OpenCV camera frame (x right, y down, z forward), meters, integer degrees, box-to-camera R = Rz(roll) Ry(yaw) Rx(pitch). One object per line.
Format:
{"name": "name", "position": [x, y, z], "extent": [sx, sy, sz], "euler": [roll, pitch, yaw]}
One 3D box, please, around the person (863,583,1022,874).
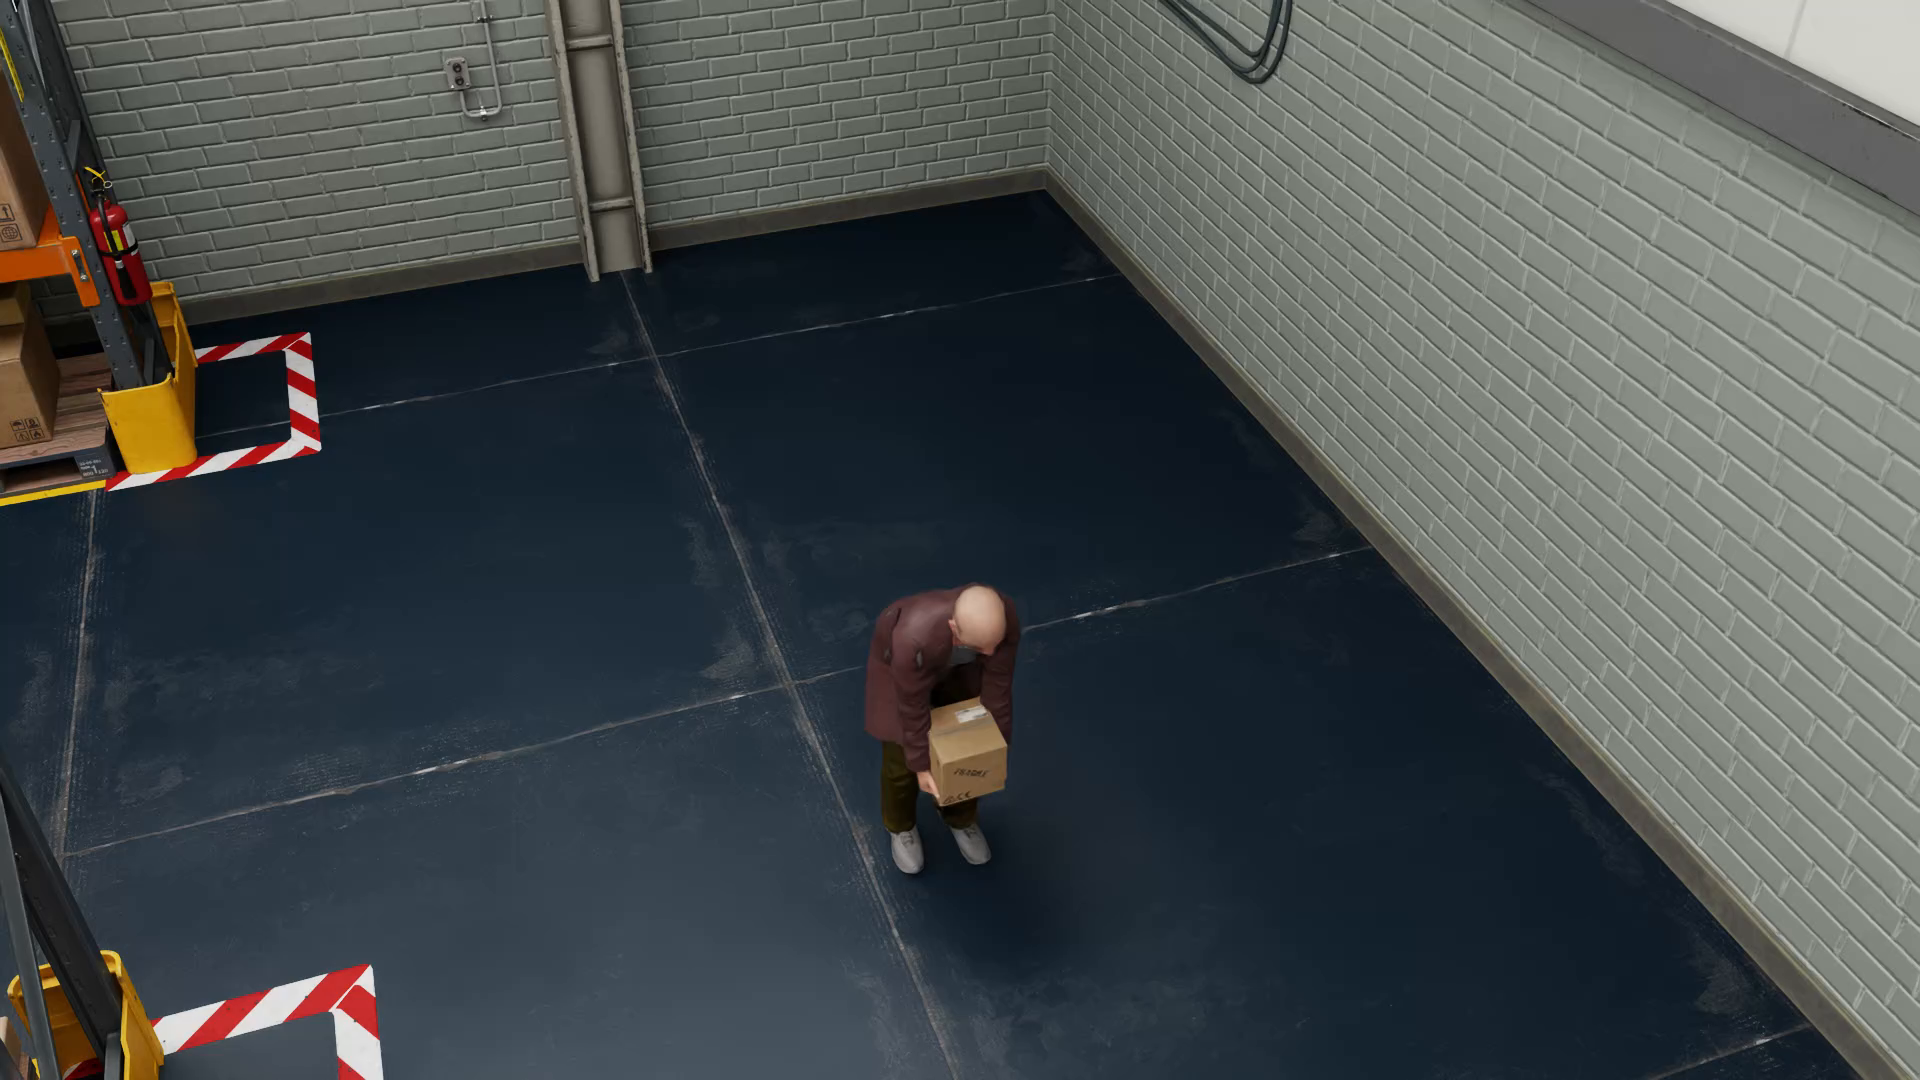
{"name": "person", "position": [-0.056, 0.651, 6.118], "extent": [0.539, 1.570, 0.757], "euler": [-13, 39, -17]}
